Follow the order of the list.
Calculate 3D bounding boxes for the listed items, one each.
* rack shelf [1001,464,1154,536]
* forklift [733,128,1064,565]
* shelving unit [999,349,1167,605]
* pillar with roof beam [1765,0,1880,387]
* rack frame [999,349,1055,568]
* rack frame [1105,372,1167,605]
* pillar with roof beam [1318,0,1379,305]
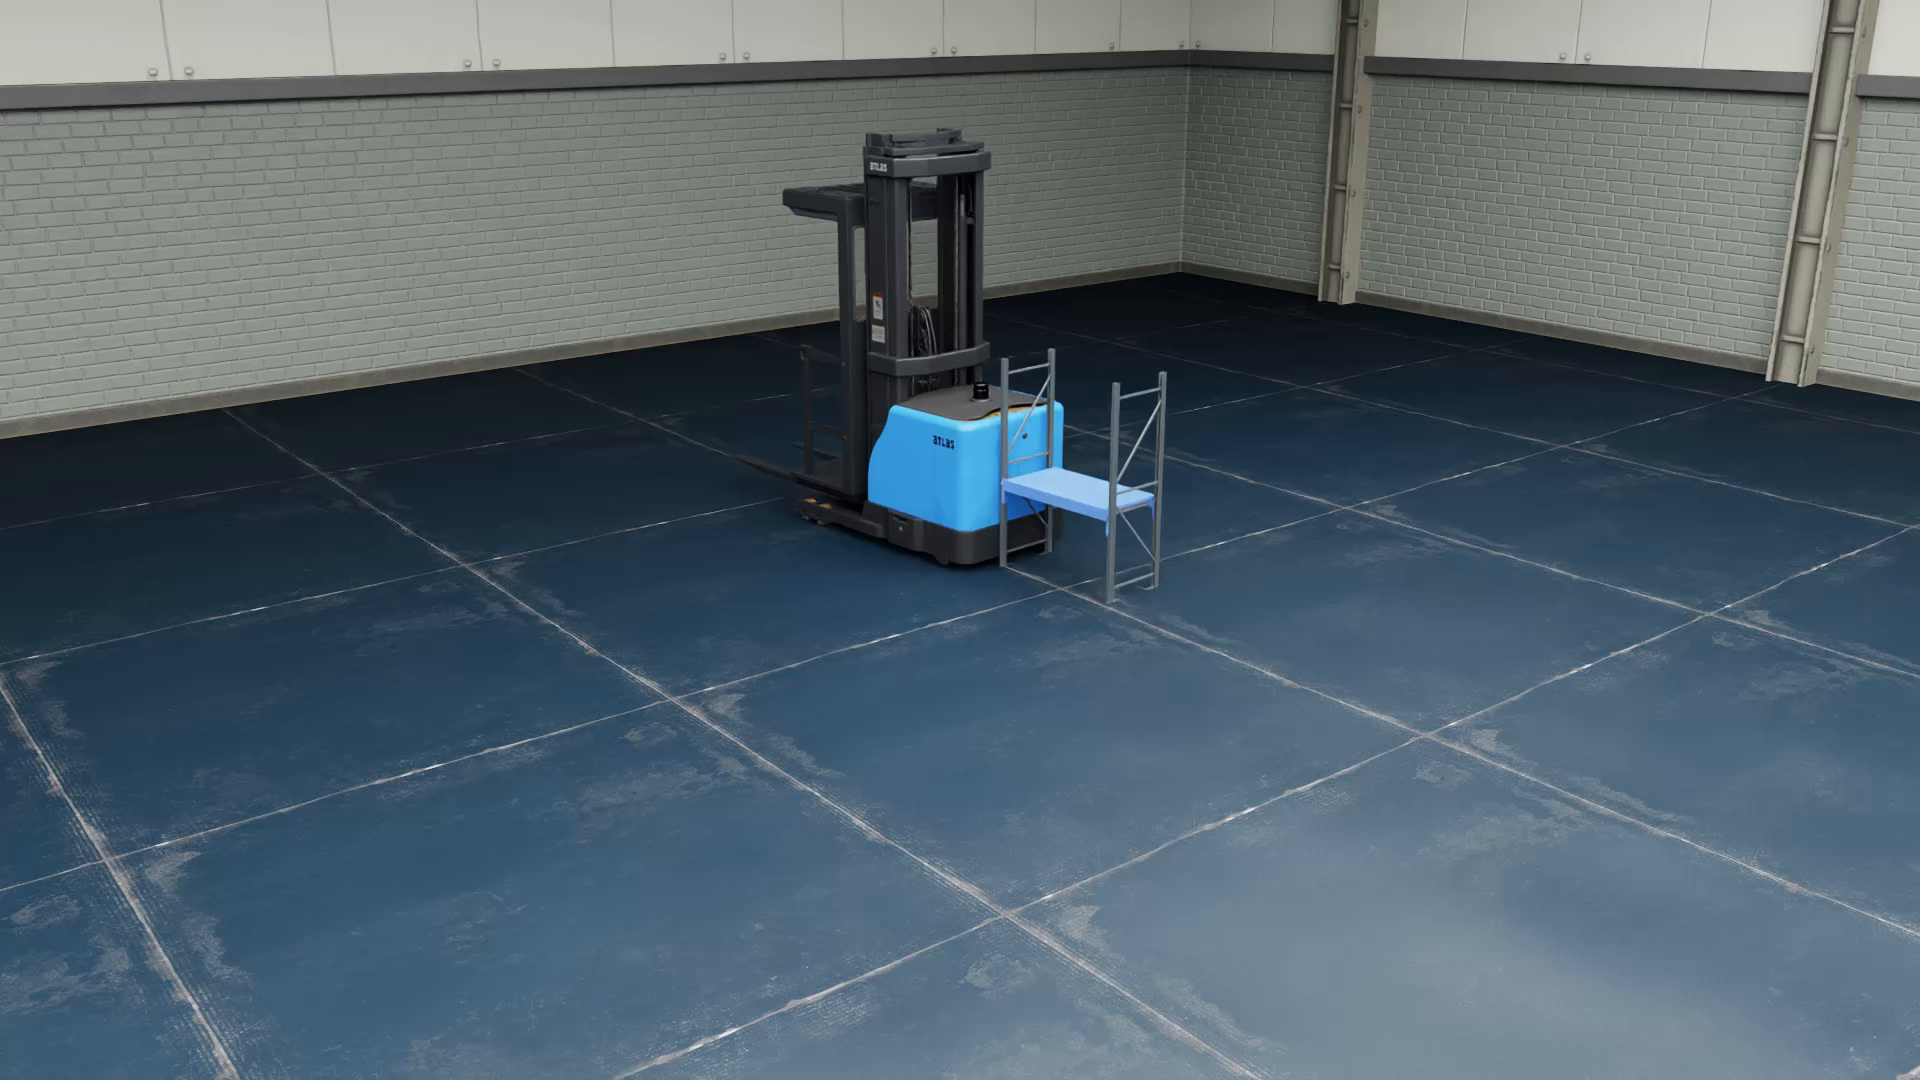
[{"bbox_3d":[0.818,-0.284,11.406,0.538,0.185,1.000,-16,24,-40],"label":"rack shelf"},{"bbox_3d":[-0.610,-1.598,12.526,1.130,2.935,3.031,-16,24,-40],"label":"forklift"},{"bbox_3d":[0.818,-0.455,11.350,0.538,1.500,1.048,-16,24,-40],"label":"shelving unit"},{"bbox_3d":[5.296,-5.085,13.404,9.100,9.000,0.400,-14,23,-36],"label":"pillar with roof beam"},{"bbox_3d":[0.472,-0.572,11.704,0.500,1.500,0.032,-16,24,-40],"label":"rack frame"},{"bbox_3d":[1.164,-0.338,10.996,0.500,1.500,0.032,-16,24,-40],"label":"rack frame"},{"bbox_3d":[1.570,-6.564,17.869,9.100,9.000,0.400,-14,23,-36],"label":"pillar with roof beam"}]
